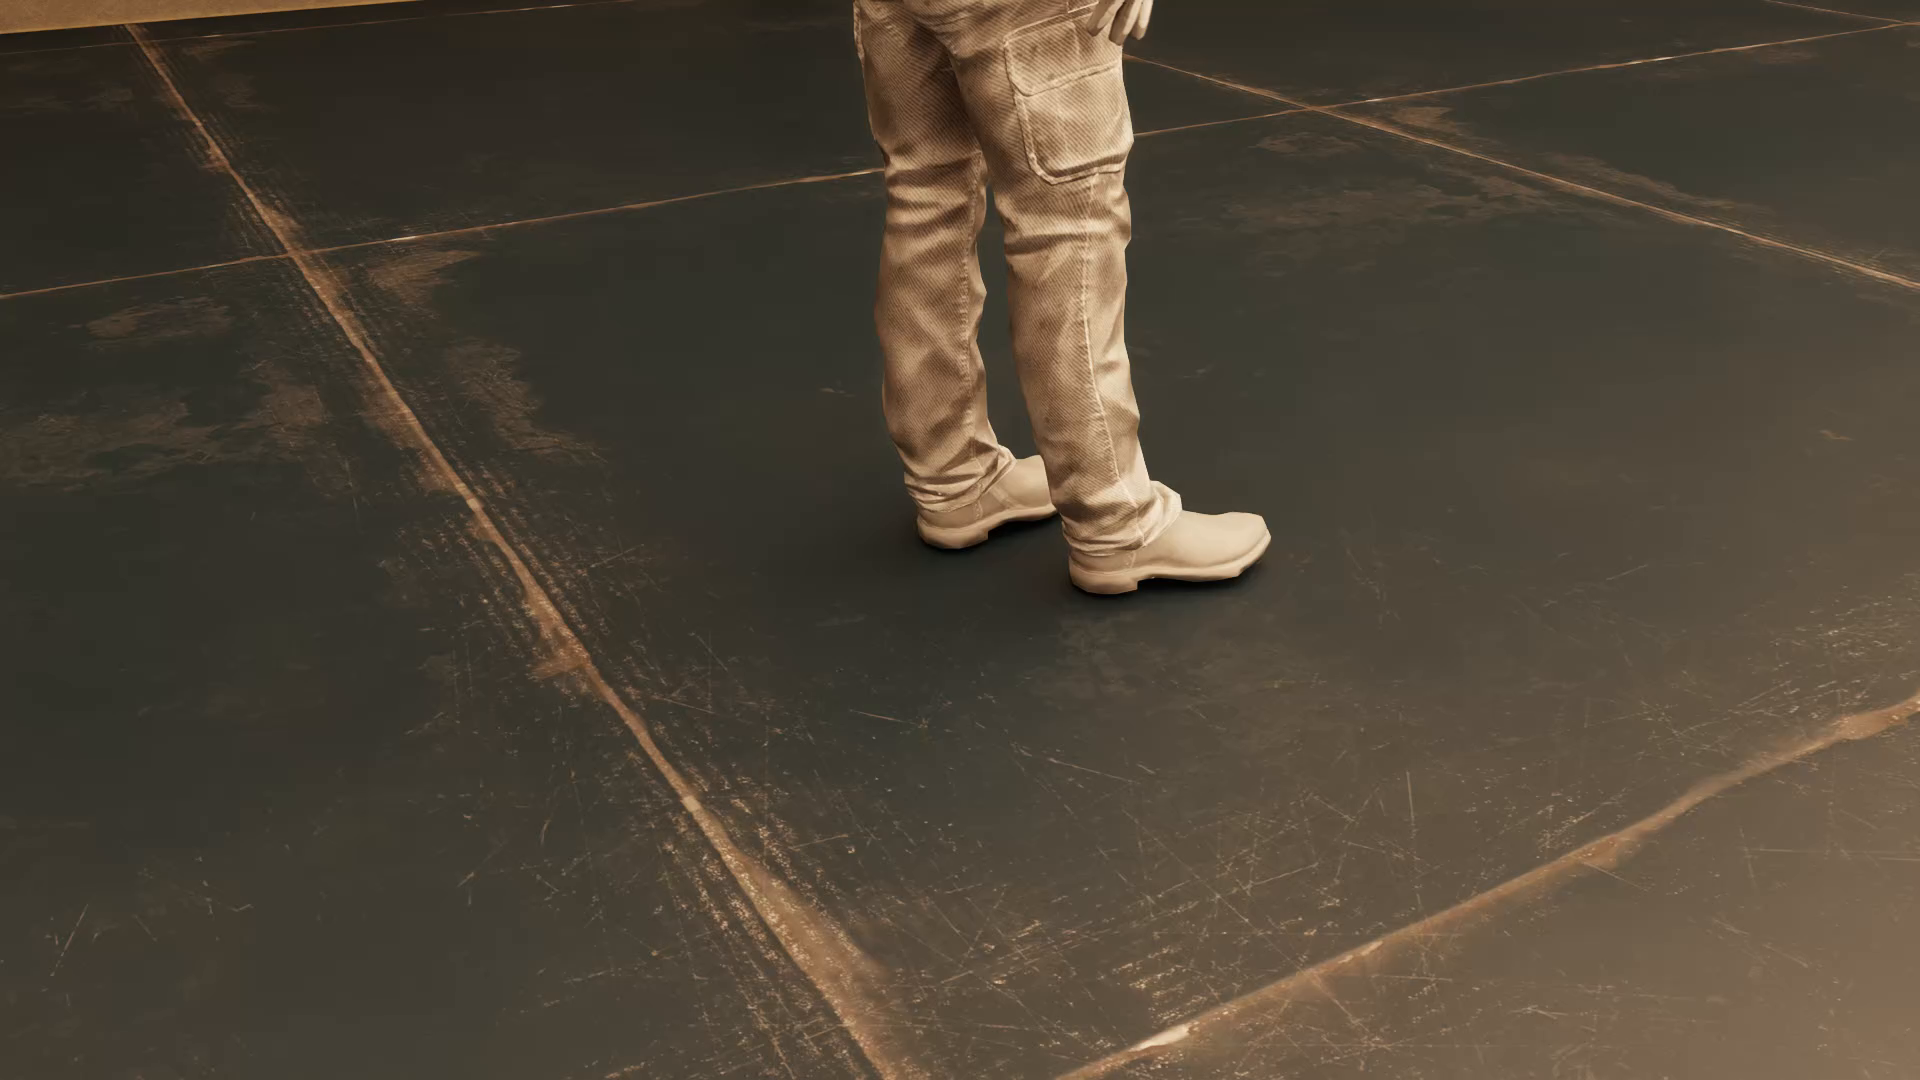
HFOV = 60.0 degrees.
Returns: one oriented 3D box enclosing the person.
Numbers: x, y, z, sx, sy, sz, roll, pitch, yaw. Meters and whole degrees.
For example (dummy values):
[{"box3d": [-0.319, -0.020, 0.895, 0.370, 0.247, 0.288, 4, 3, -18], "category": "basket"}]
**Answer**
[{"box3d": [0.067, -0.814, 2.118, 0.577, 1.782, 0.656, -15, 30, -26], "category": "person"}]
